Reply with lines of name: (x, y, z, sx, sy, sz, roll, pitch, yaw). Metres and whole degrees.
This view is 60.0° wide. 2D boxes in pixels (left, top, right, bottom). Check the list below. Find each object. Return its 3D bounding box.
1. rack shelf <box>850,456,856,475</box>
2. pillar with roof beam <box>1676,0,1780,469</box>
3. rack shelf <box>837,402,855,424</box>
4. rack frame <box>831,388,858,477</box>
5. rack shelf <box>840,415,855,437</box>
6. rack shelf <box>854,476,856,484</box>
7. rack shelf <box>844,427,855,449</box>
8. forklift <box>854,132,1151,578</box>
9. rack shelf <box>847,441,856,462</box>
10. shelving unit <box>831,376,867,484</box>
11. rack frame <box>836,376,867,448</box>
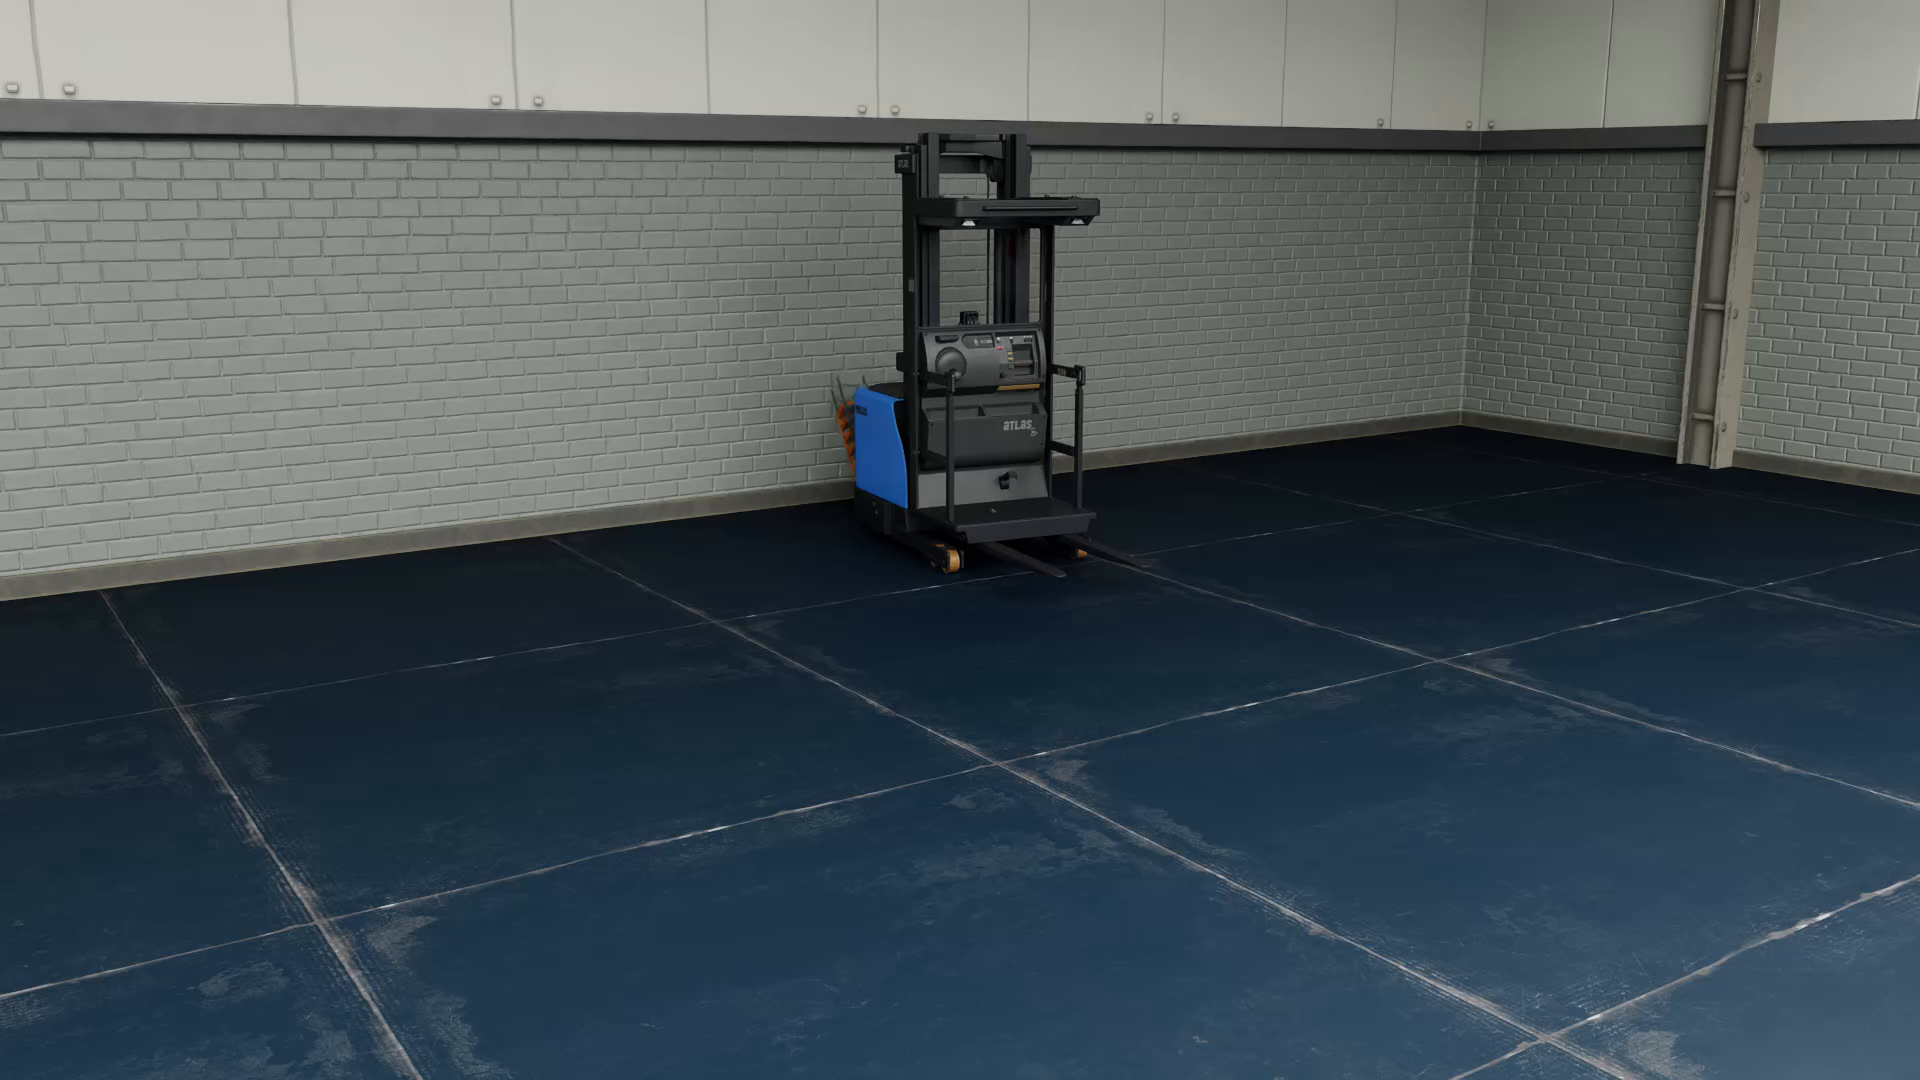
rack shelf: (-0.727, -0.619, 13.332, 0.258, 0.103, 0.180, -5, -26, -23)
pillar with roof beam: (3.402, -4.595, 12.310, 9.100, 9.000, 0.400, -8, 15, -33)
rack shelf: (-0.852, -1.039, 13.527, 0.258, 0.103, 0.180, -5, -26, -23)
rack frame: (-0.798, -0.719, 13.474, 0.240, 1.200, 0.006, -5, -26, -23)
rack shelf: (-0.821, -0.934, 13.478, 0.258, 0.103, 0.180, -5, -26, -23)
rack shelf: (-0.695, -0.514, 13.283, 0.258, 0.103, 0.180, -5, -26, -23)
rack shelf: (-0.789, -0.829, 13.429, 0.258, 0.103, 0.180, -5, -26, -23)
forklift: (0.266, -1.311, 11.494, 1.130, 2.935, 3.031, -6, 14, -25)
rack shelf: (-0.758, -0.724, 13.380, 0.258, 0.103, 0.180, -5, -26, -23)
shelving unit: (-0.770, -0.763, 13.398, 0.258, 1.200, 0.189, -5, -26, -23)
rack frame: (-0.741, -0.806, 13.323, 0.240, 1.200, 0.006, -5, -26, -23)
